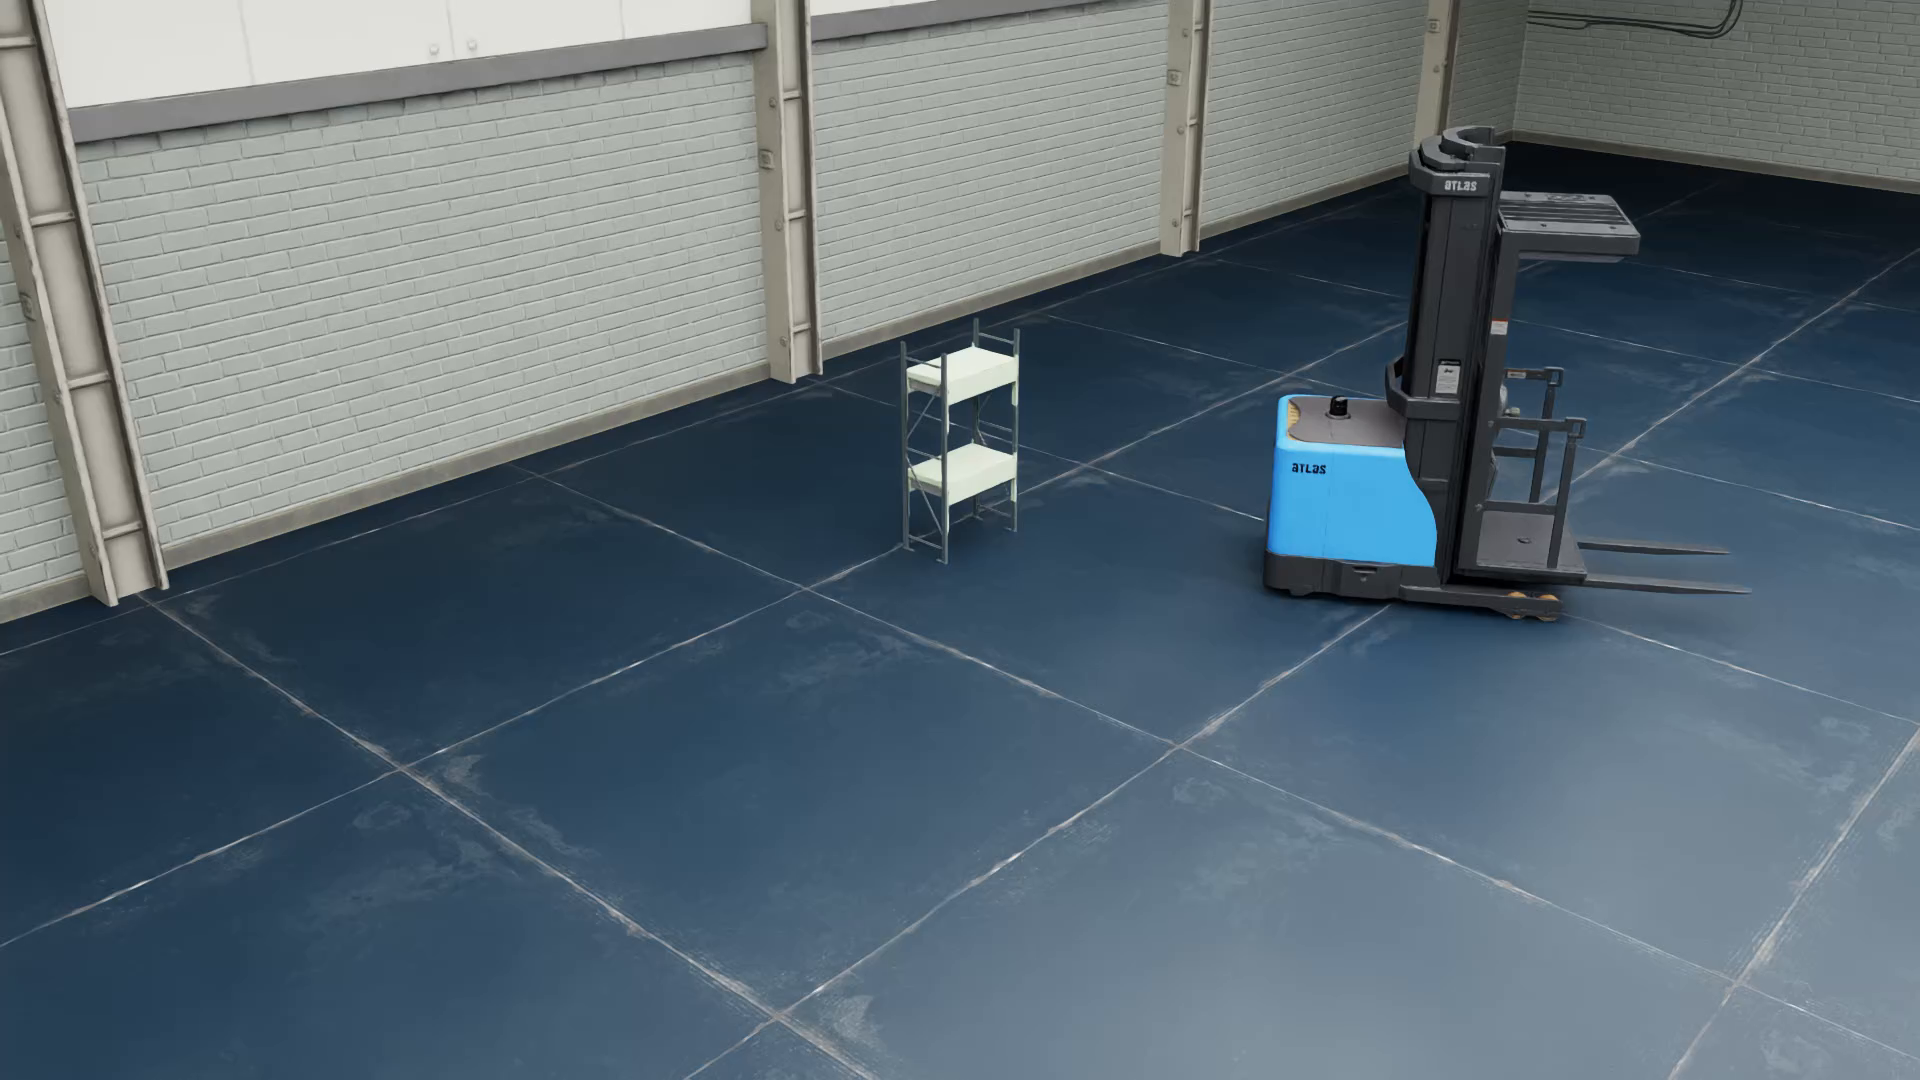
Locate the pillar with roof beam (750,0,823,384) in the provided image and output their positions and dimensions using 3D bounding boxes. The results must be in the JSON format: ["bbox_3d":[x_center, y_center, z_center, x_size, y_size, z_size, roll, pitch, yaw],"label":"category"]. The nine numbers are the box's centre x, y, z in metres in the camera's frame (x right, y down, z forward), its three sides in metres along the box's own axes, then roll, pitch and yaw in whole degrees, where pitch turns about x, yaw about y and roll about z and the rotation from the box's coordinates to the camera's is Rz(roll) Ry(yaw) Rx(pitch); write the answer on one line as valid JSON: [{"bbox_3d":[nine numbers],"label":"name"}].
[{"bbox_3d":[1.718,-4.425,10.621,9.100,9.000,0.400,20,31,38],"label":"pillar with roof beam"}]

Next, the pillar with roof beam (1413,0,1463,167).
[{"bbox_3d":[9.727,-8.082,18.775,9.100,9.000,0.400,20,31,38],"label":"pillar with roof beam"}]

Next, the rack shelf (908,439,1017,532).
[{"bbox_3d":[0.004,-0.389,11.581,0.431,0.370,0.720,20,31,38],"label":"rack shelf"}]

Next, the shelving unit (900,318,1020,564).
[{"bbox_3d":[0.004,-0.686,11.448,0.431,1.500,0.755,20,31,38],"label":"shelving unit"}]

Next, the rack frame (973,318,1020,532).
[{"bbox_3d":[0.249,-0.798,11.696,0.400,1.500,0.023,20,31,38],"label":"rack frame"}]

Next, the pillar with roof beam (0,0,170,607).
[{"bbox_3d":[-2.287,-2.597,6.544,9.100,9.000,0.400,20,31,38],"label":"pillar with roof beam"}]

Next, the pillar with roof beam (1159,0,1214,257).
[{"bbox_3d":[5.722,-6.253,14.698,9.100,9.000,0.400,20,31,38],"label":"pillar with roof beam"}]

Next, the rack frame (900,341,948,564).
[{"bbox_3d":[-0.240,-0.575,11.199,0.400,1.500,0.023,20,31,38],"label":"rack frame"}]

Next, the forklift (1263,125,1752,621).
[{"bbox_3d":[3.565,-1.056,10.522,3.031,2.935,1.130,5,25,10],"label":"forklift"}]

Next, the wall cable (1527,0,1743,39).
[{"bbox_3d":[9.472,-8.377,23.229,3.097,2.526,0.112,20,31,38],"label":"wall cable"}]

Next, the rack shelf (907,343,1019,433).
[{"bbox_3d":[0.004,-1.042,11.288,0.431,0.370,0.720,20,31,38],"label":"rack shelf"}]
